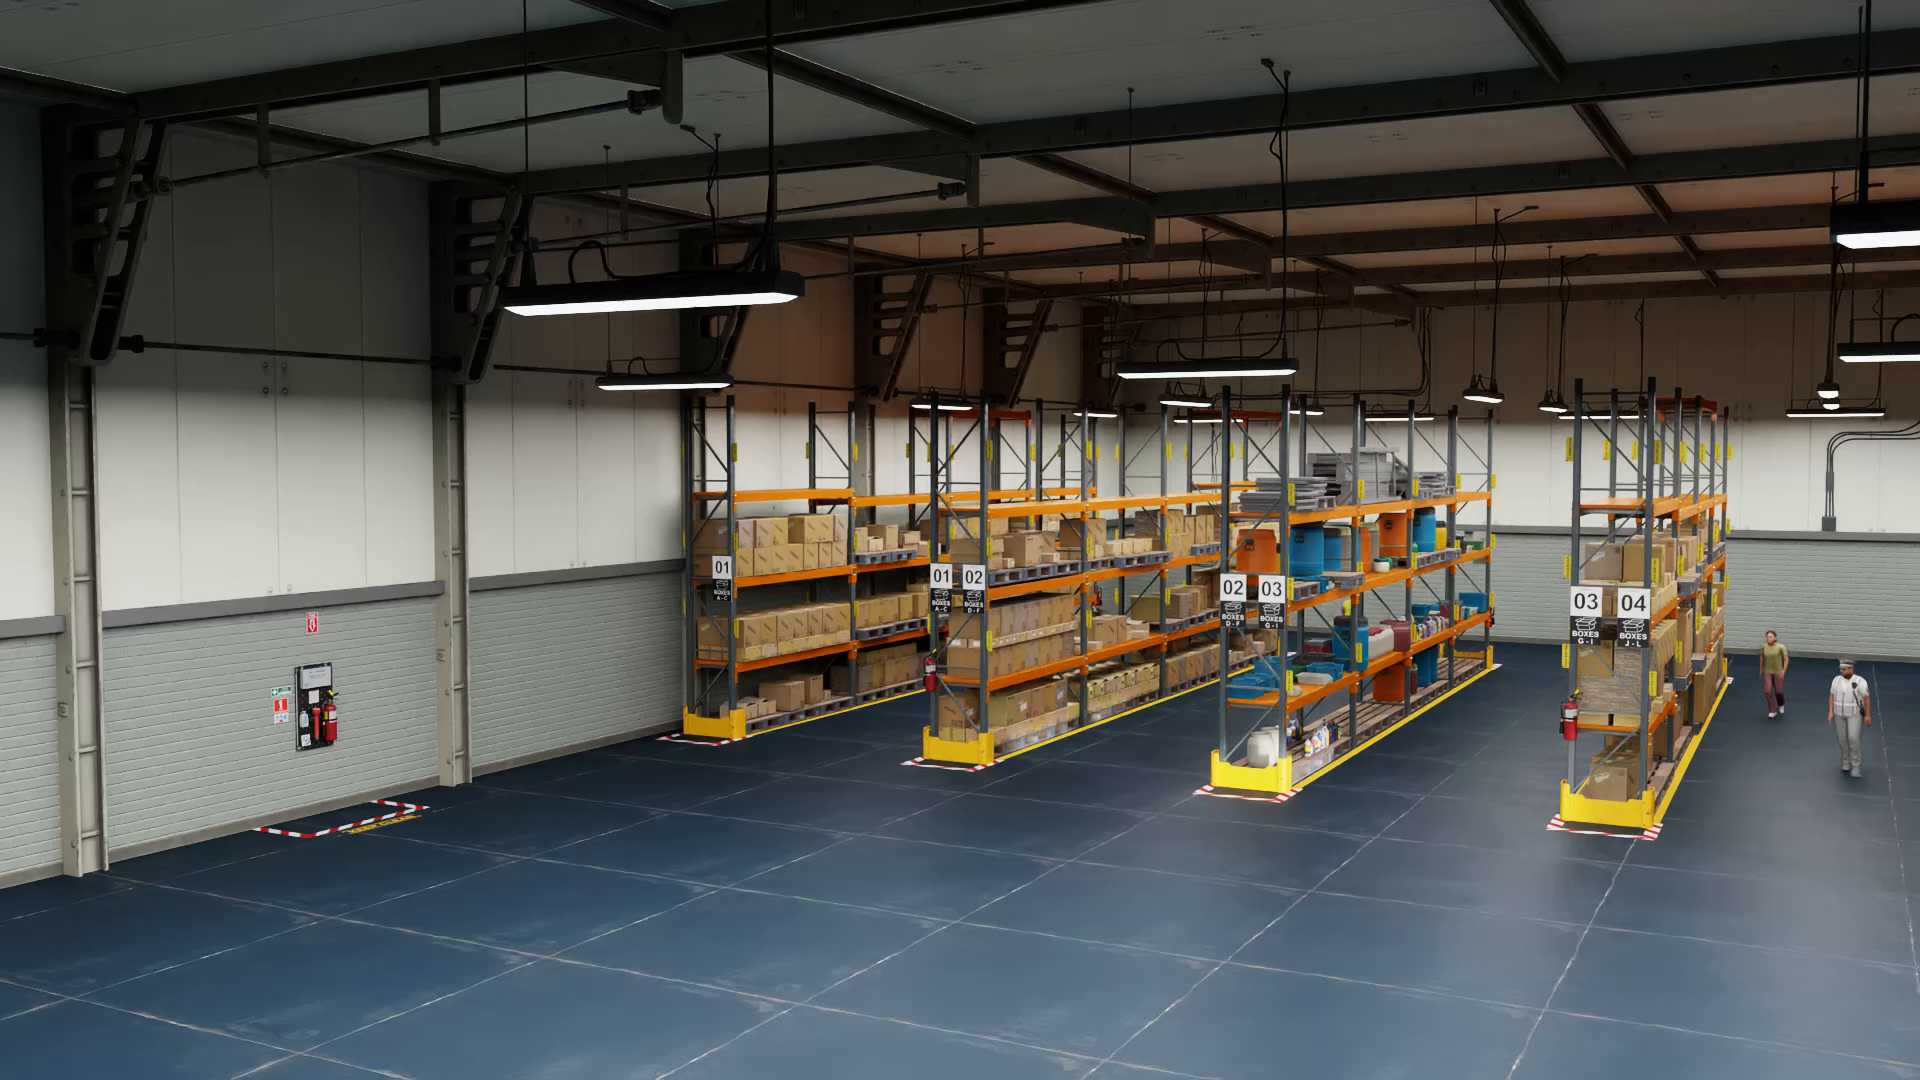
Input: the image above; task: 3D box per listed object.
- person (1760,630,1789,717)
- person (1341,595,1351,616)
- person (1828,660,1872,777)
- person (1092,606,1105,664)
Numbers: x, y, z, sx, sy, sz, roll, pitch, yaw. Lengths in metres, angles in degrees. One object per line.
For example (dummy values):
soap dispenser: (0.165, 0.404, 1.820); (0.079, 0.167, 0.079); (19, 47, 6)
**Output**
person: (15.482, 2.522, 31.598); (0.509, 1.652, 0.604); (2, 4, 38)
person: (9.288, 2.067, 39.428); (0.402, 1.828, 0.602); (-2, 4, -34)
person: (13.889, 2.762, 26.029); (0.661, 1.754, 0.649); (-2, 4, -36)
person: (3.131, 2.258, 36.851); (0.631, 1.617, 0.737); (2, 4, 37)
